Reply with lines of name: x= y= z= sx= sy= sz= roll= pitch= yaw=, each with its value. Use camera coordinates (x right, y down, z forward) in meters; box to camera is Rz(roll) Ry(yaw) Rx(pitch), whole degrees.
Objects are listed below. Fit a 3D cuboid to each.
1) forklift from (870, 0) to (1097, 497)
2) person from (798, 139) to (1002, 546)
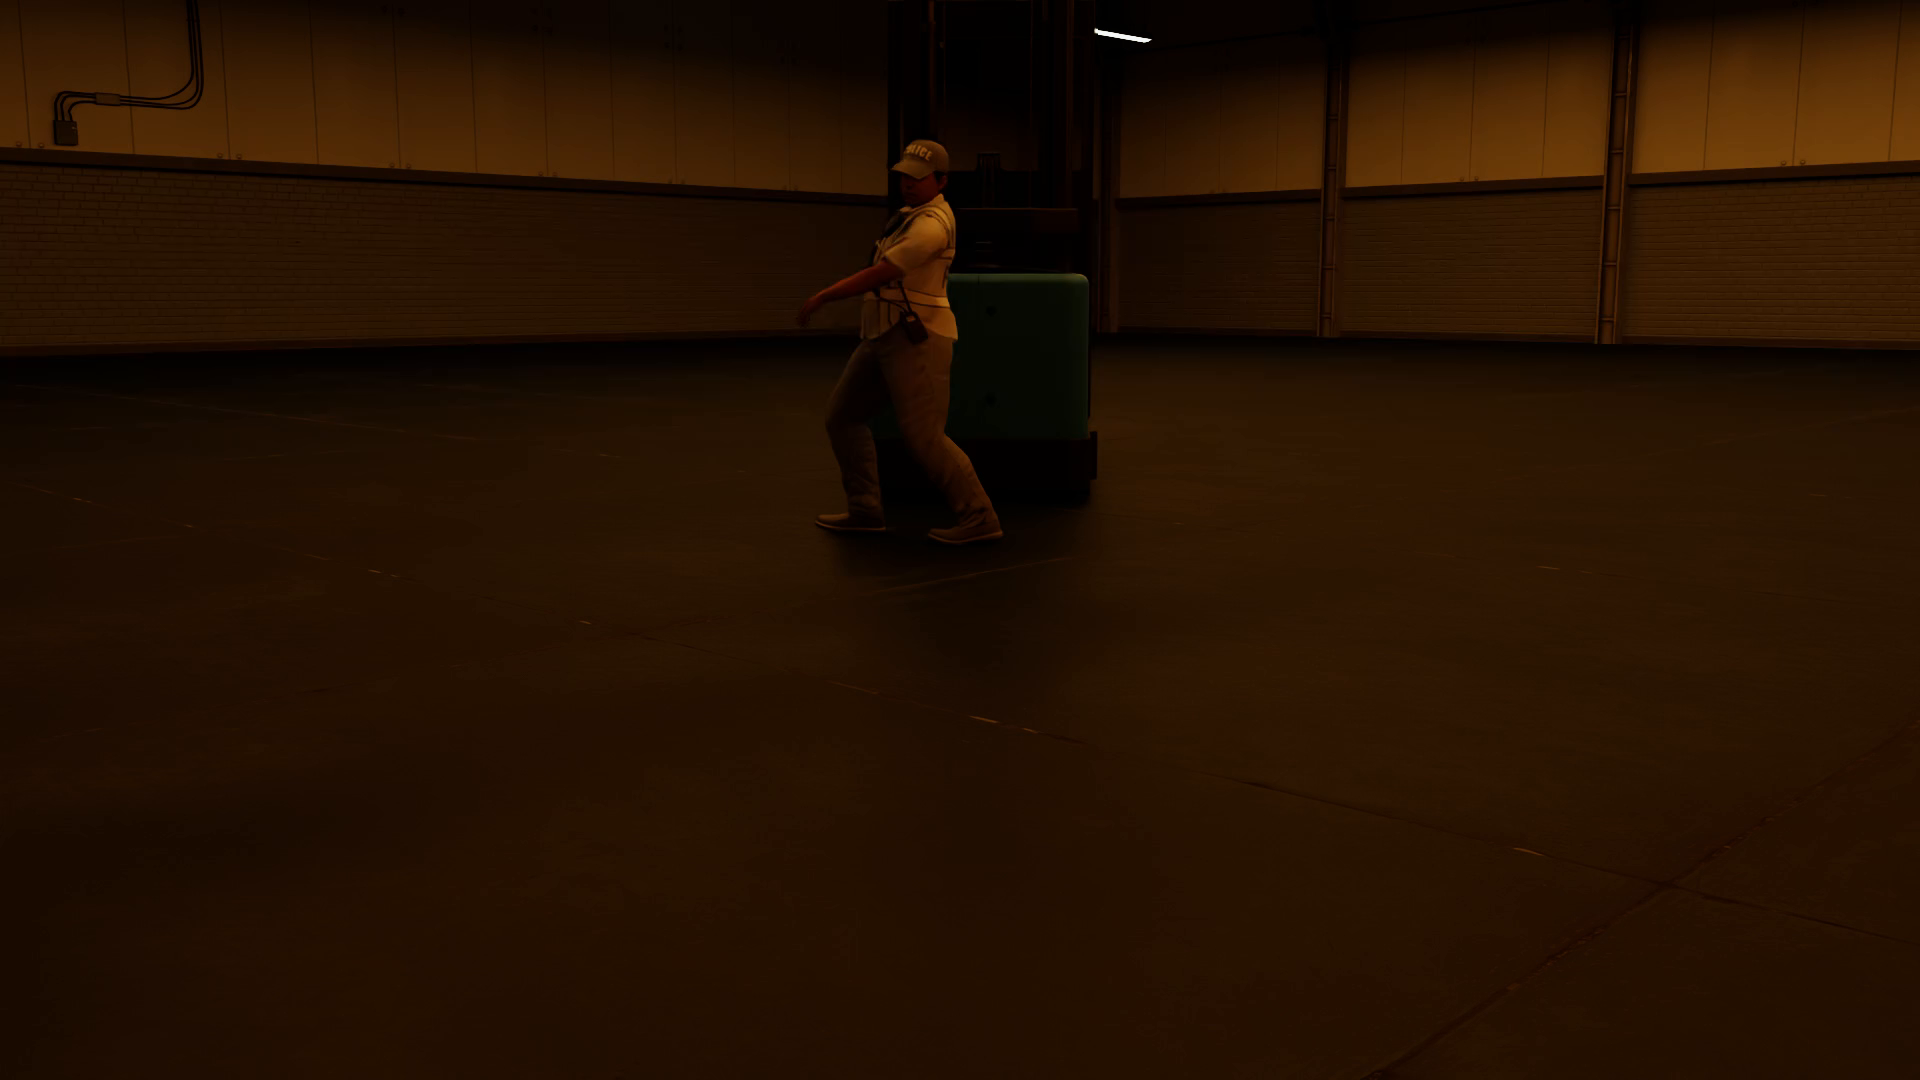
forklift: x=0.178 y=-1.838 z=9.081 sx=1.130 sy=2.935 sz=3.031 roll=1 pitch=9 yaw=3
person: x=-0.270 y=-0.783 z=6.635 sx=0.778 sy=1.578 sz=0.651 roll=-3 pitch=9 yaw=-16
